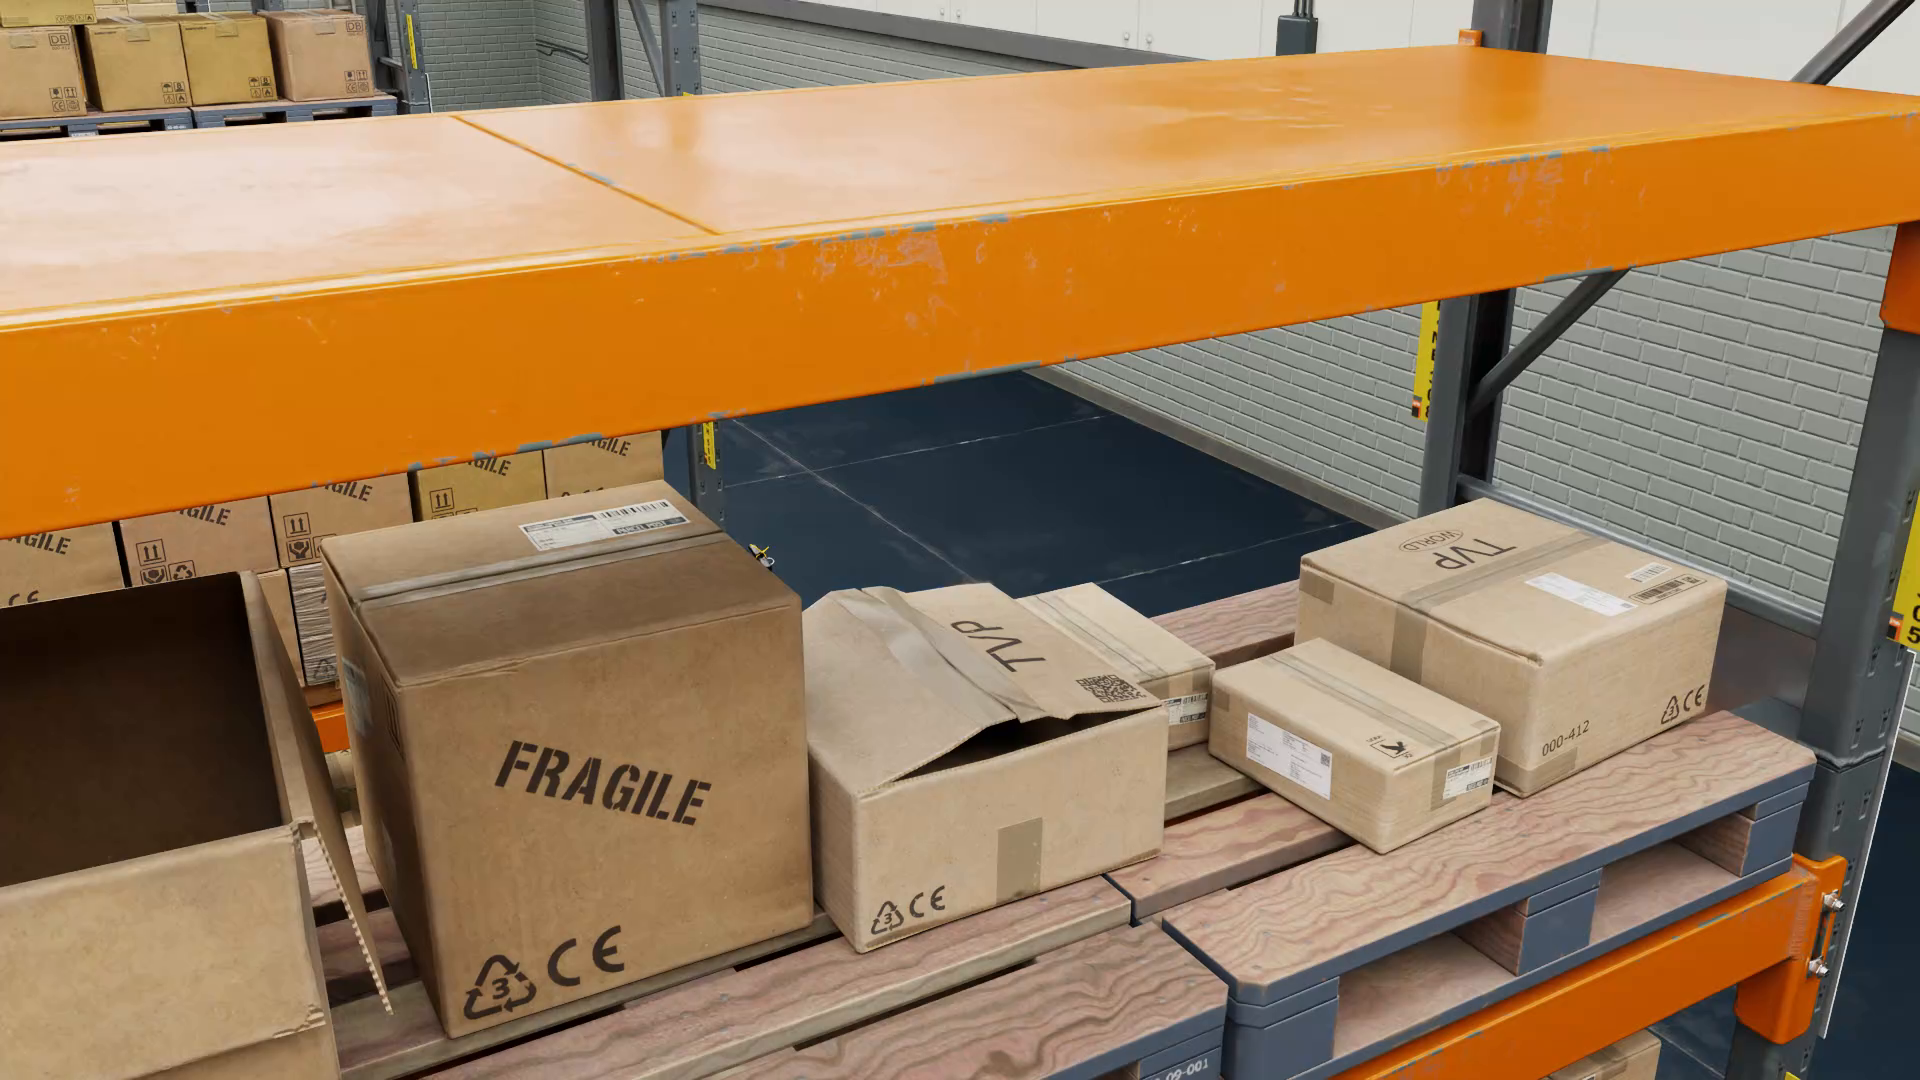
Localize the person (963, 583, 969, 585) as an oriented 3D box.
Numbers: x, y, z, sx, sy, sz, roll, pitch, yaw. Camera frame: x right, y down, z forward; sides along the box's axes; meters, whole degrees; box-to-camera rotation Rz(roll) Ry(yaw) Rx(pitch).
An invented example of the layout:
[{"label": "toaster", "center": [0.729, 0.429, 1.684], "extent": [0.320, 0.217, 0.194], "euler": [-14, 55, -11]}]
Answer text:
[{"label": "person", "center": [0.063, 0.989, 7.130], "extent": [0.507, 1.663, 0.470], "euler": [2, 22, 5]}]
